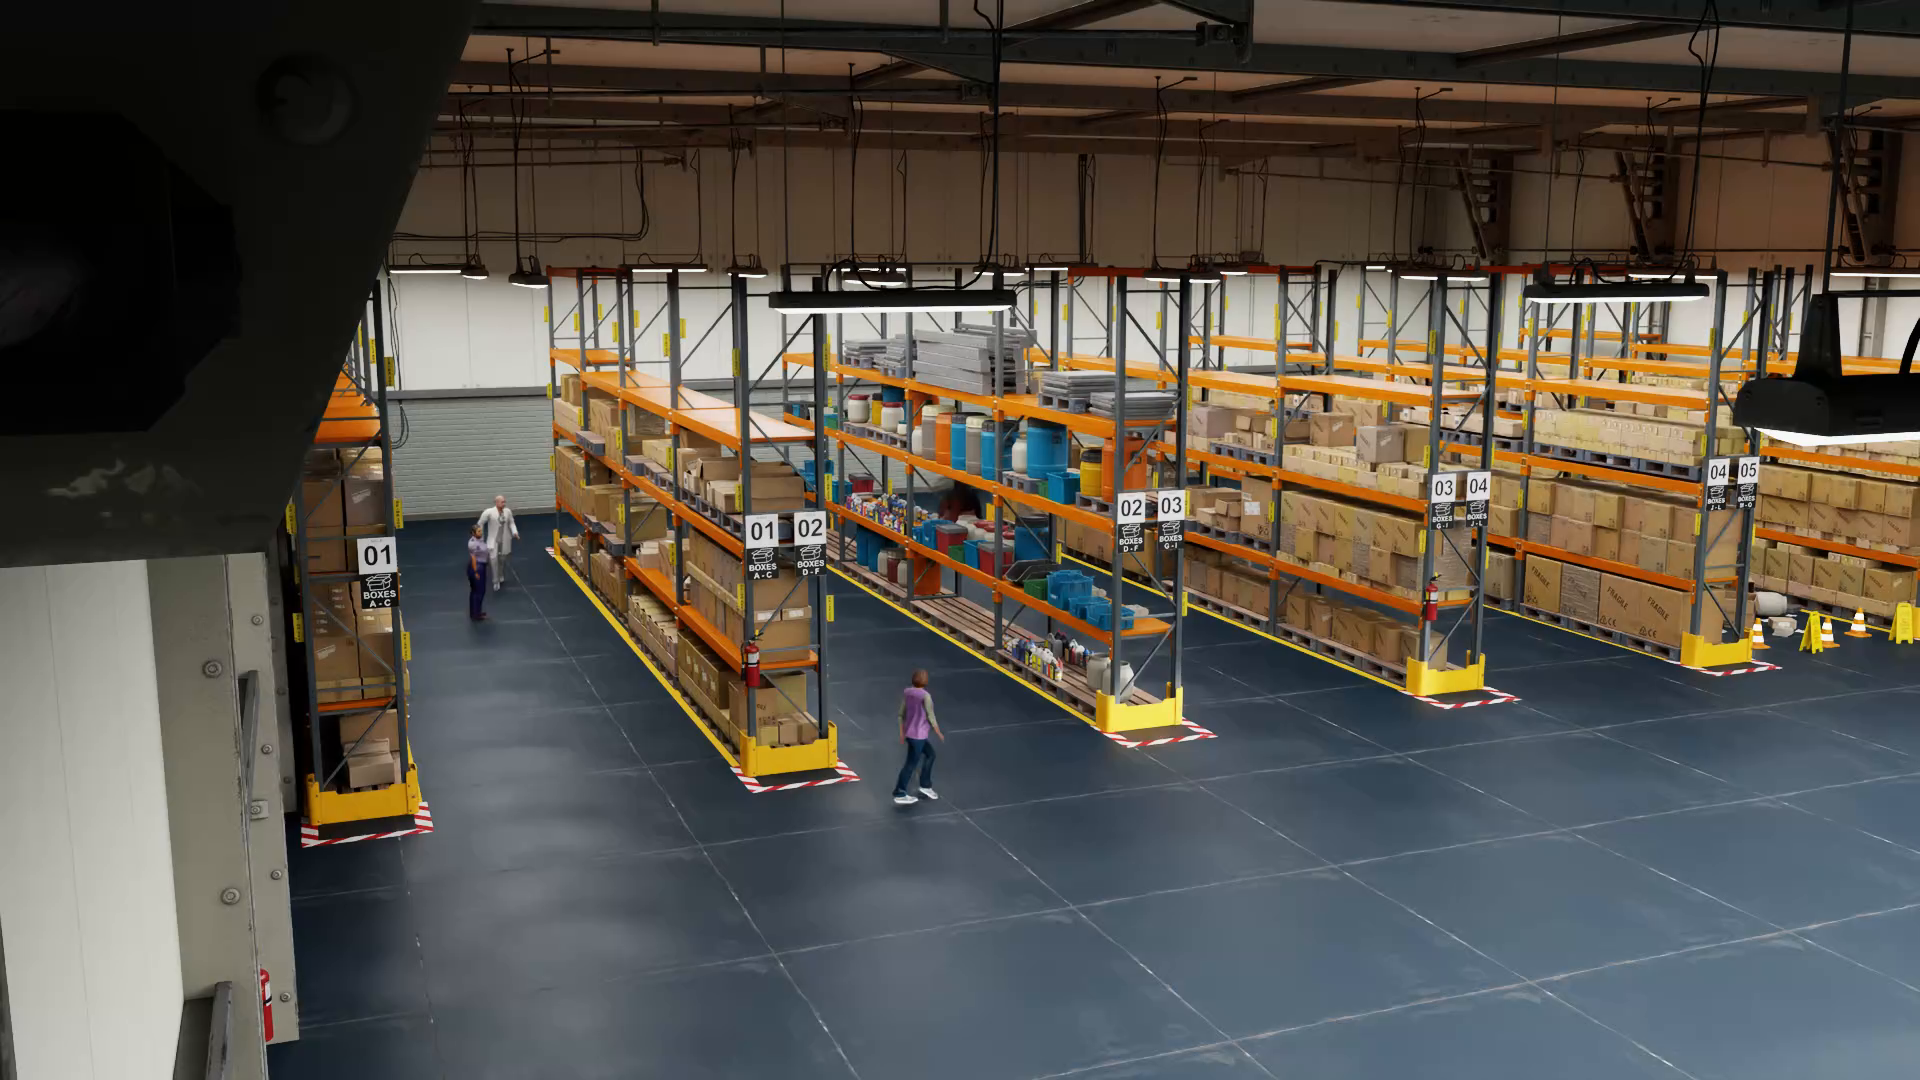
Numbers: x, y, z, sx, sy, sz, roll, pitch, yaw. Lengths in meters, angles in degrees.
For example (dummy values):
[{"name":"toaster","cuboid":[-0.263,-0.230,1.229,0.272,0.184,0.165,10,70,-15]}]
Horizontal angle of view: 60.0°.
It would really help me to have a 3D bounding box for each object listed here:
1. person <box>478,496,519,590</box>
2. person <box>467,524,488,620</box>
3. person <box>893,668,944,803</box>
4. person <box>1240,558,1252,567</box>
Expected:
[{"name":"person","cuboid":[-8.789,0.045,31.619,0.762,1.811,0.935,-3,10,-19]},{"name":"person","cuboid":[-8.345,0.559,28.833,0.368,1.695,0.491,-4,11,-22]},{"name":"person","cuboid":[-0.487,2.368,19.103,0.596,1.392,0.399,-3,10,-15]},{"name":"person","cuboid":[5.586,-0.116,32.546,0.435,1.667,0.547,-1,10,-8]}]
